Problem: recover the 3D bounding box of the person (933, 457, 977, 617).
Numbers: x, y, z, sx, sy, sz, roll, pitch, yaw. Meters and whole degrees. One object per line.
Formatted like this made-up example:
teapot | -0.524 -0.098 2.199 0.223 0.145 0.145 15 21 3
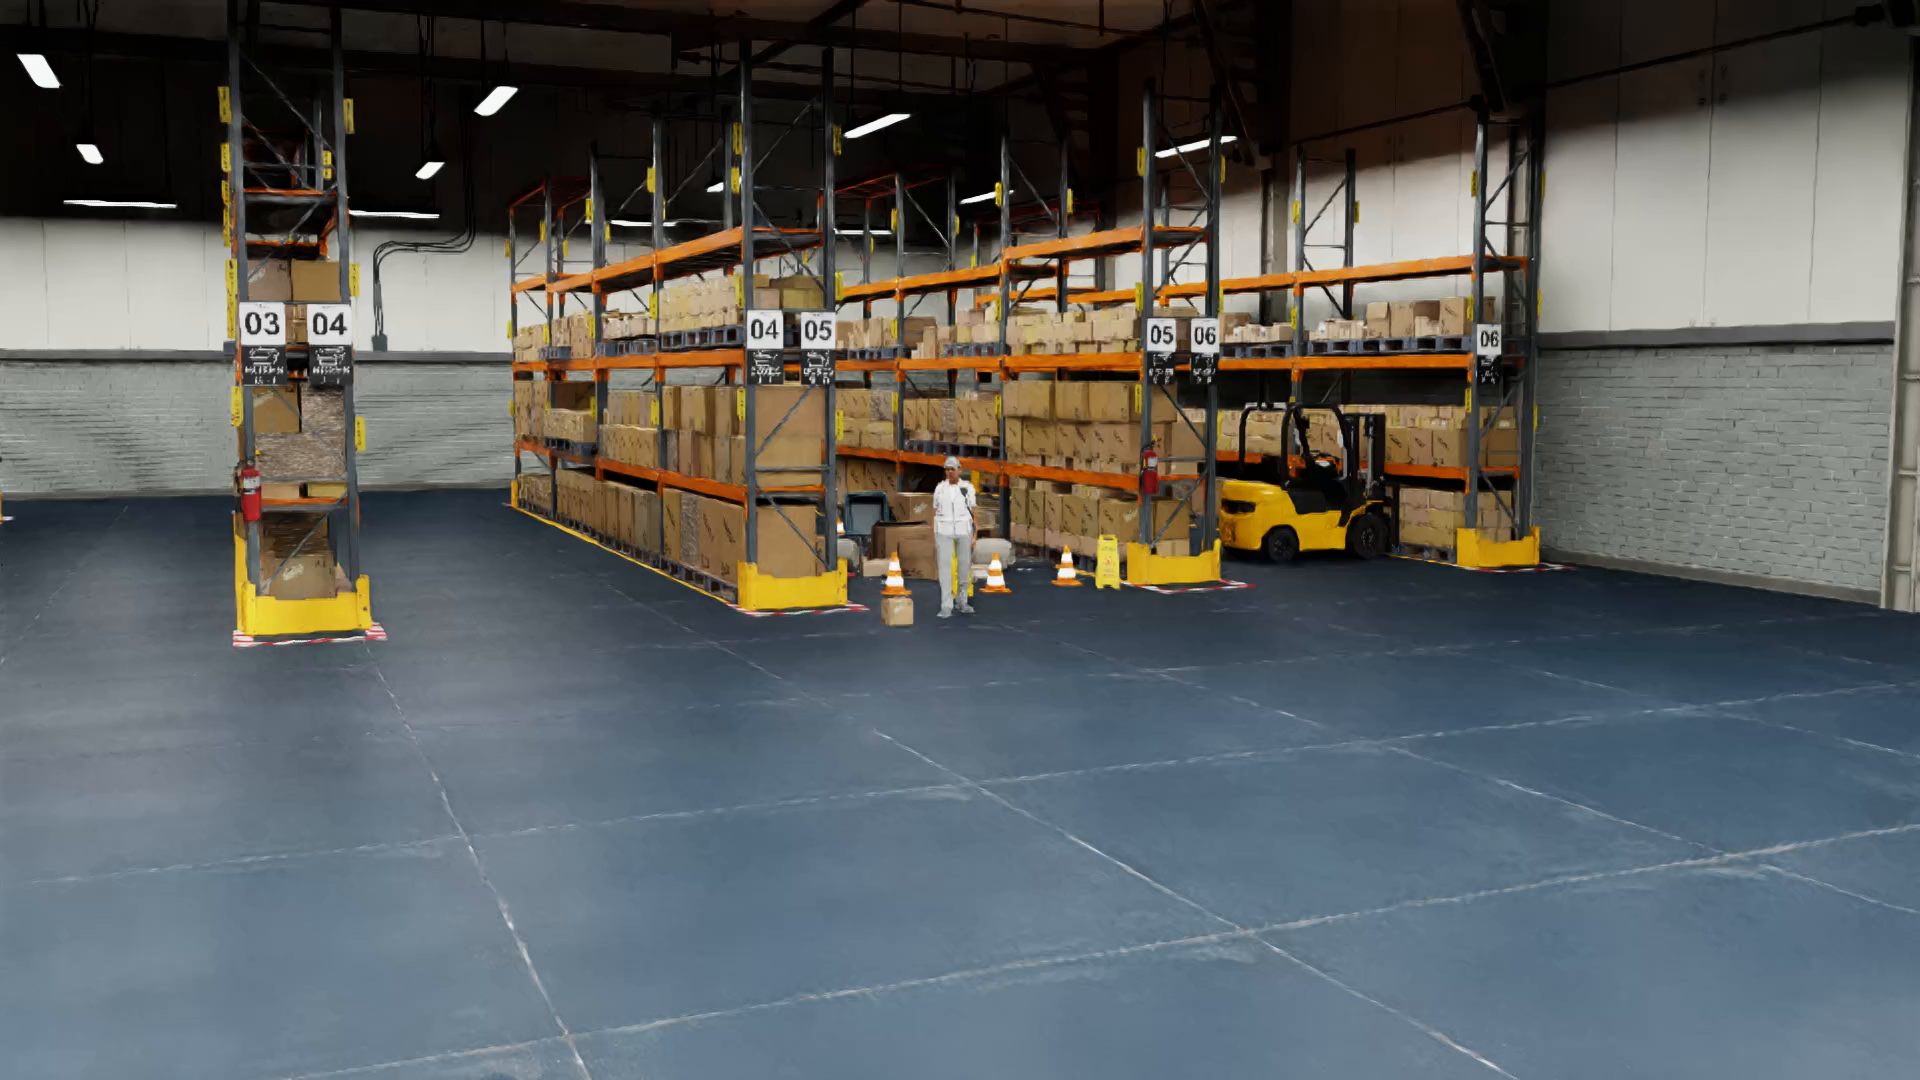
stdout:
person | -0.052 -0.044 17.373 0.470 1.654 0.643 0 6 -1
